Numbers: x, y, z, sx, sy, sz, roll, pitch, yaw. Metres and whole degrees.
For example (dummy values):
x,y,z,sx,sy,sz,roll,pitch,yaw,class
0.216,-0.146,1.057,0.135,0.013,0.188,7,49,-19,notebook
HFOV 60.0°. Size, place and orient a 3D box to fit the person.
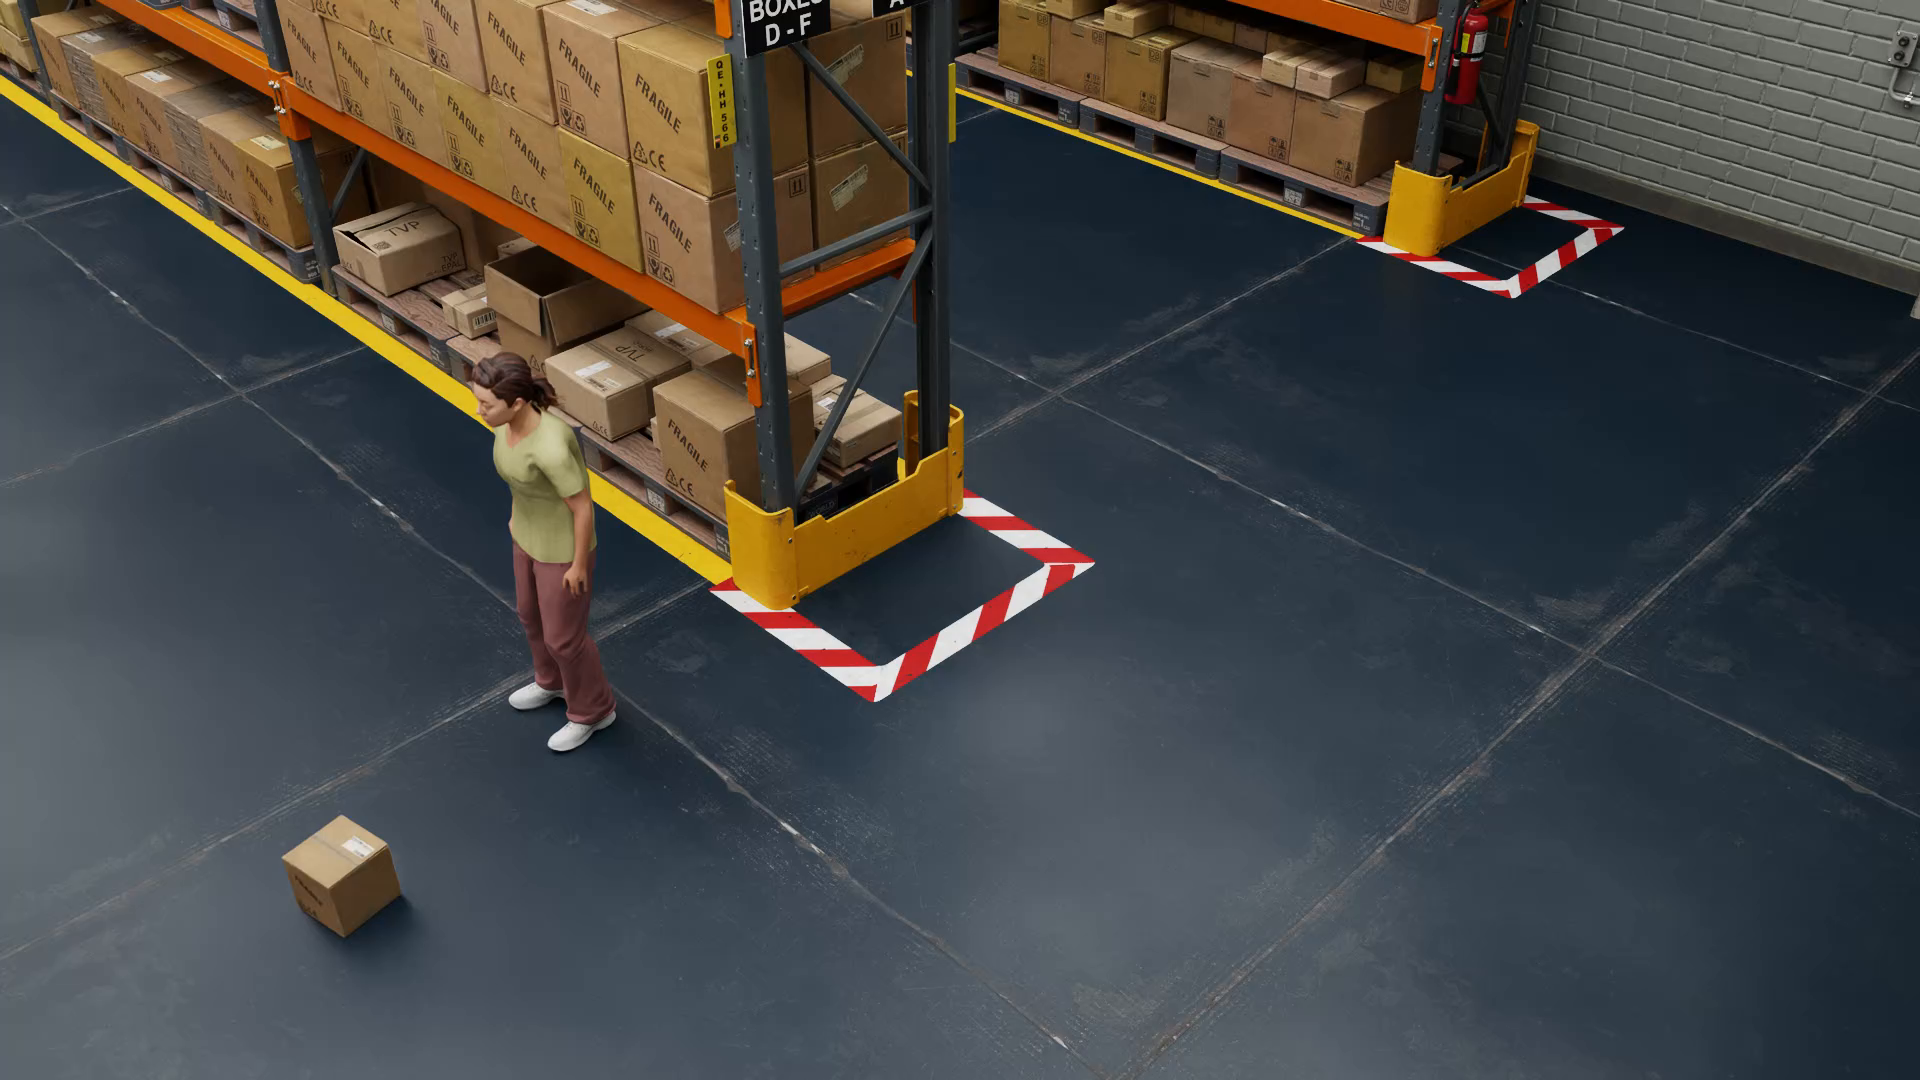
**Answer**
x,y,z,sx,sy,sz,roll,pitch,yaw,class
-1.522,0.027,6.110,0.357,1.671,0.504,-26,43,-31,person
